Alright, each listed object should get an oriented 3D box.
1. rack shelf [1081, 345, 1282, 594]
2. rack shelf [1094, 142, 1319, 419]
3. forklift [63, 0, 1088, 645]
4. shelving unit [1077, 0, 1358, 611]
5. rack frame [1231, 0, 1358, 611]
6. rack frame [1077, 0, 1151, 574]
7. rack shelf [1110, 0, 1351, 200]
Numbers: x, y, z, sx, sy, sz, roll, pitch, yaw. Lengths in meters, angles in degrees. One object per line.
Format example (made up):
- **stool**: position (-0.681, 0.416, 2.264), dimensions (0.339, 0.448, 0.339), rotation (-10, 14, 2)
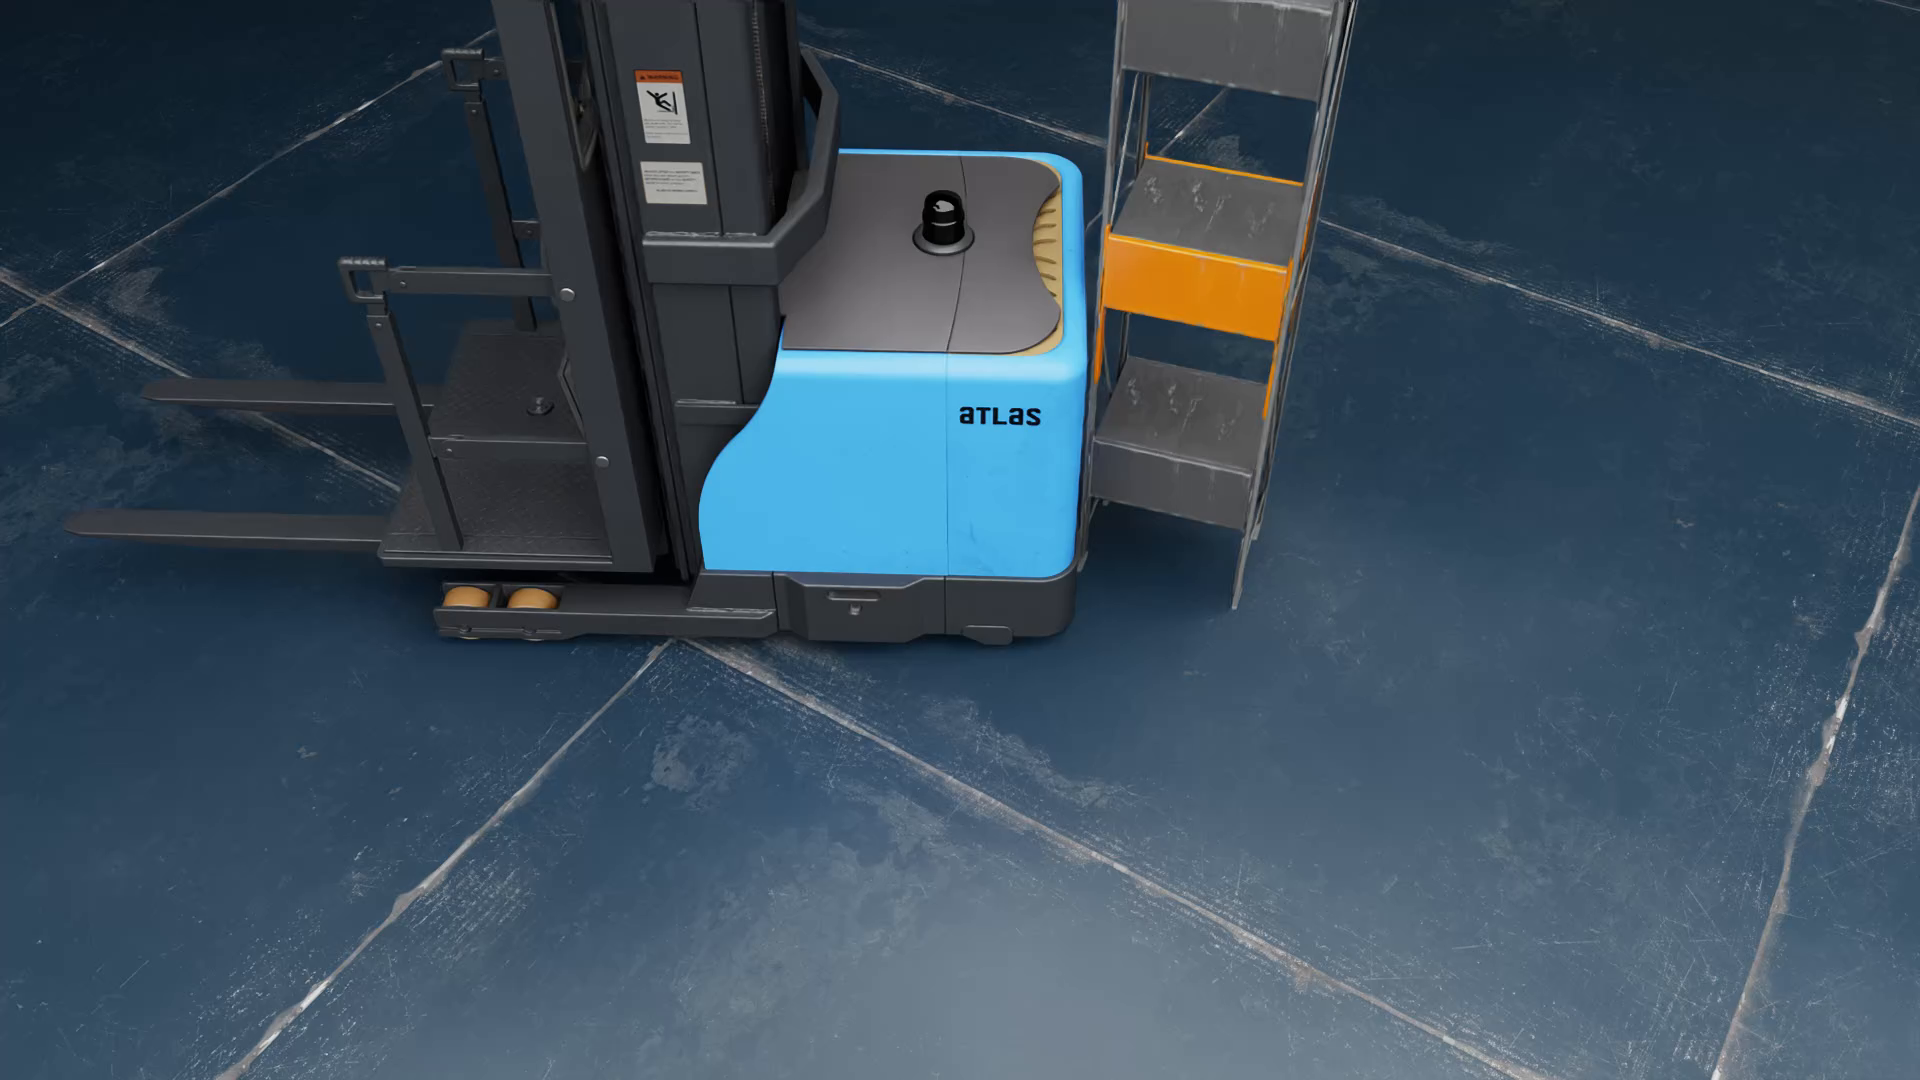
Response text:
- **rack shelf**: position (0.661, -0.213, 4.988), dimensions (0.480, 0.518, 0.431), rotation (13, 47, 13)
- **rack shelf**: position (0.661, -0.700, 4.486), dimensions (0.480, 0.518, 0.431), rotation (13, 47, 13)
- **forklift**: position (-1.160, -1.099, 4.274), dimensions (3.031, 2.935, 1.130), rotation (1, 46, 1)
- **shelving unit**: position (0.661, -0.710, 4.476), dimensions (0.503, 2.100, 0.431), rotation (13, 47, 13)
- **rack frame**: position (0.893, -0.654, 4.422), dimensions (0.015, 2.100, 0.400), rotation (13, 47, 13)
- **rack frame**: position (0.430, -0.766, 4.530), dimensions (0.015, 2.100, 0.400), rotation (13, 47, 13)
- **rack shelf**: position (0.661, -1.188, 3.984), dimensions (0.480, 0.518, 0.431), rotation (13, 47, 13)
